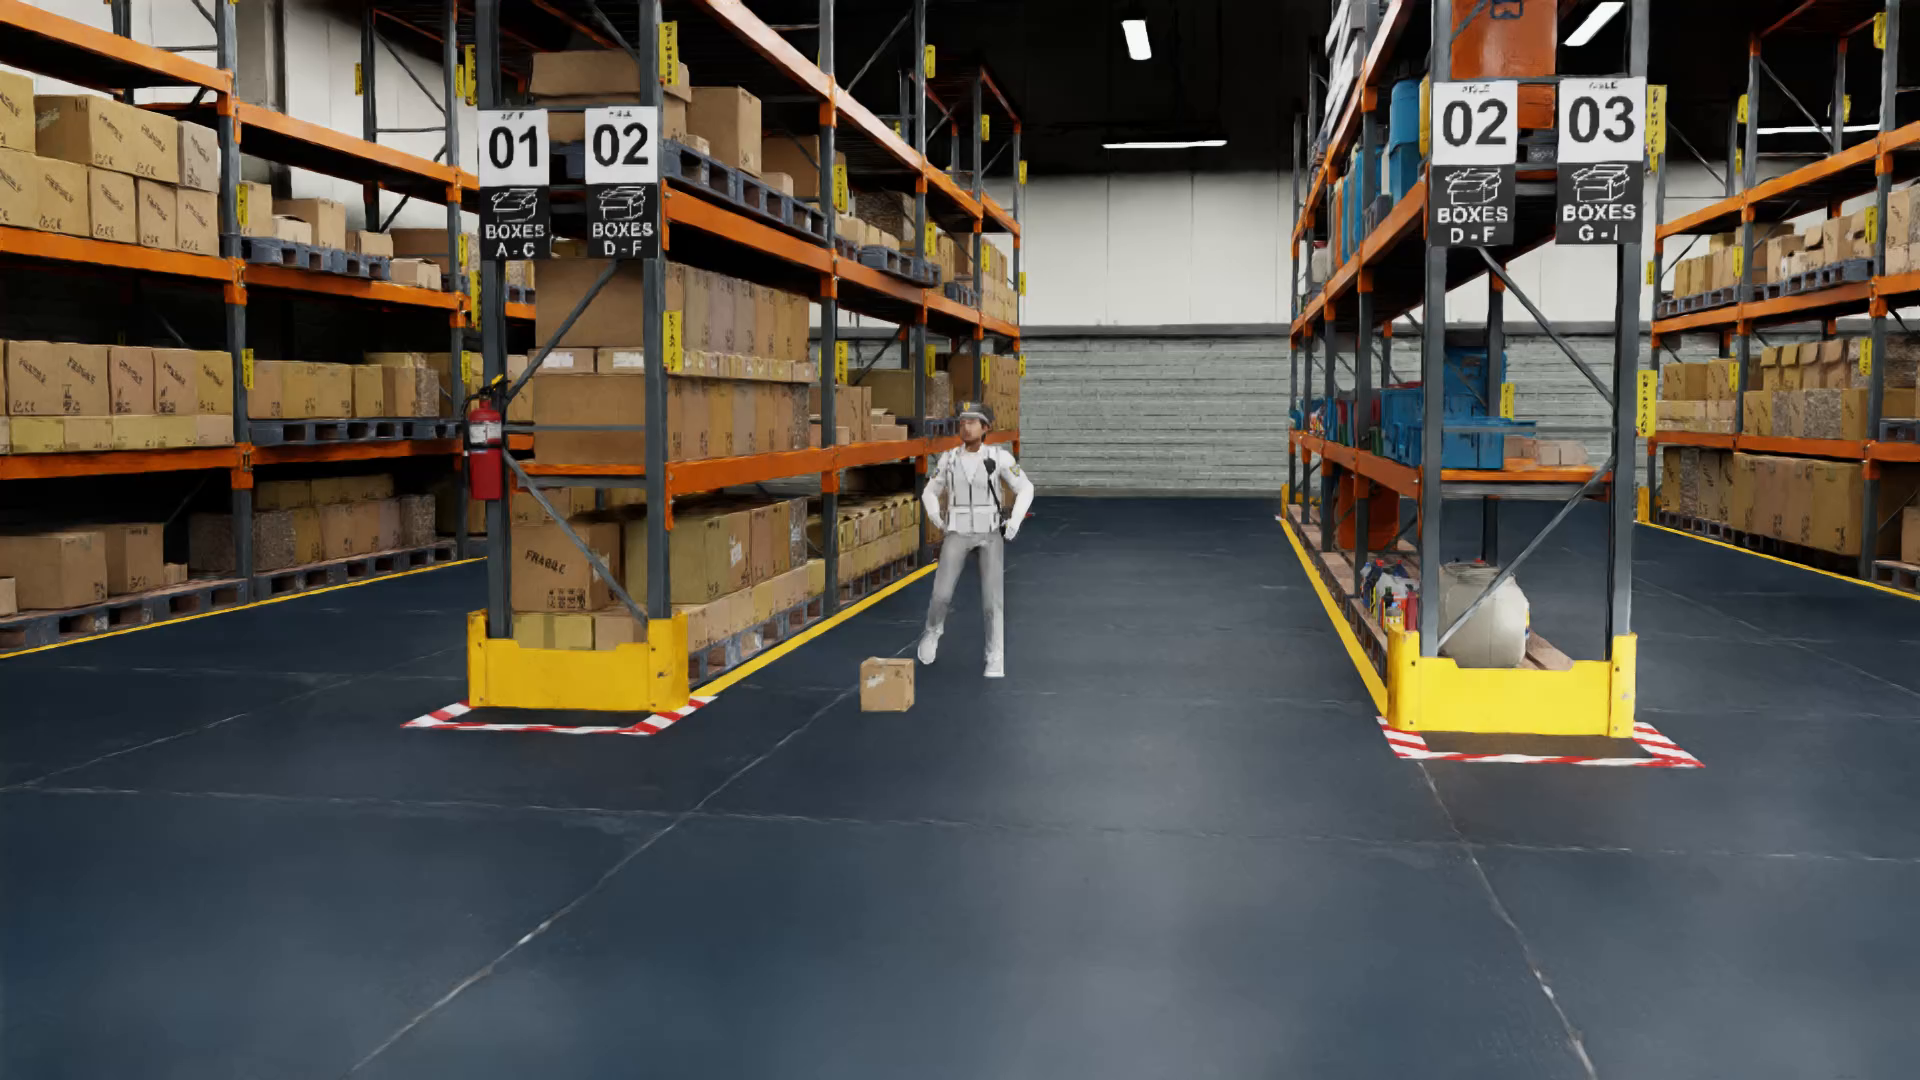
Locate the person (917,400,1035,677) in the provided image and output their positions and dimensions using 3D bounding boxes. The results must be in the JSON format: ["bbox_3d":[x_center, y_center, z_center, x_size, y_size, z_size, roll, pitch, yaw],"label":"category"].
[{"bbox_3d":[0.086,-0.016,10.125,0.727,1.670,0.461,0,5,6],"label":"person"}]
